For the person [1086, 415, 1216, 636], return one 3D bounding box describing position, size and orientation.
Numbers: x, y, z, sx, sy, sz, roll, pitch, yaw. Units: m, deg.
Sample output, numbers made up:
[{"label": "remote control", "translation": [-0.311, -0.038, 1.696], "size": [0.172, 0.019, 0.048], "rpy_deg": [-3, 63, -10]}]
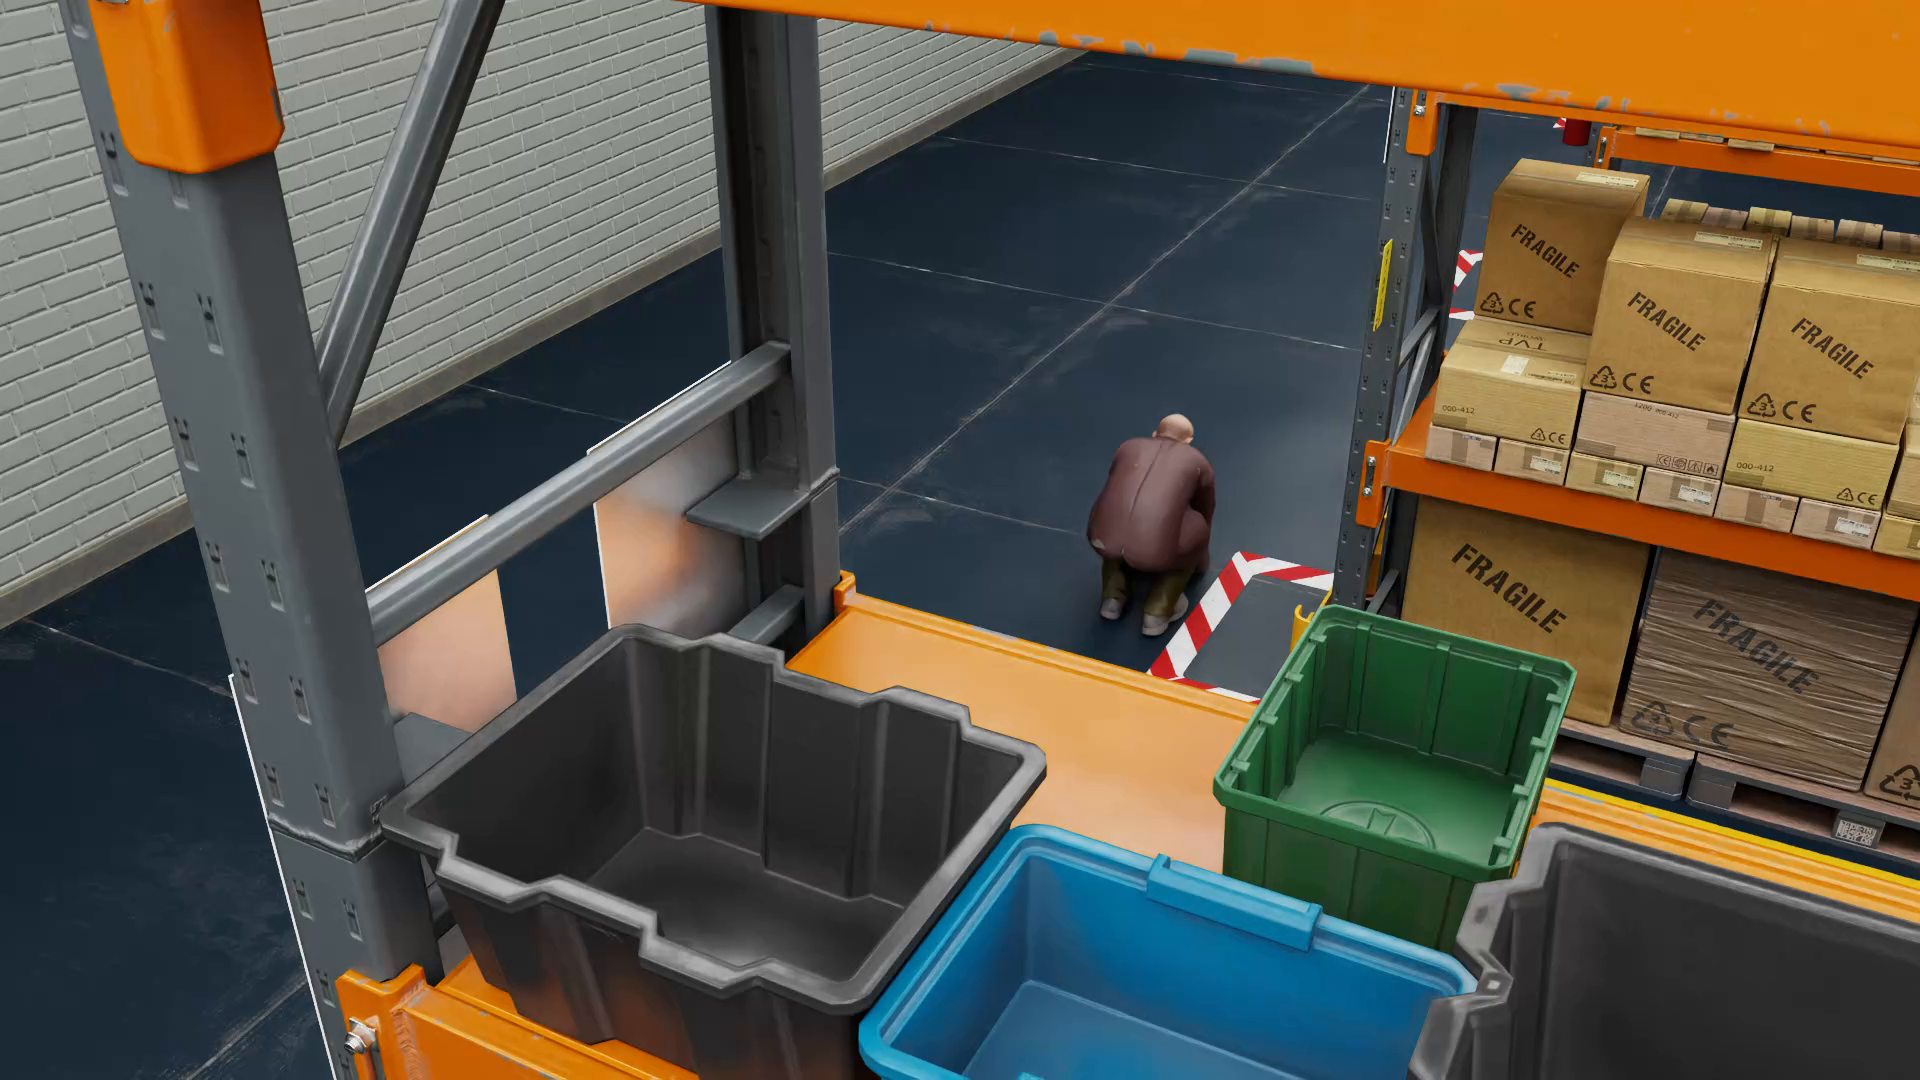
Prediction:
[{"label": "person", "translation": [0.907, -0.056, 7.765], "size": [0.571, 0.815, 0.929], "rpy_deg": [13, 32, 22]}]
